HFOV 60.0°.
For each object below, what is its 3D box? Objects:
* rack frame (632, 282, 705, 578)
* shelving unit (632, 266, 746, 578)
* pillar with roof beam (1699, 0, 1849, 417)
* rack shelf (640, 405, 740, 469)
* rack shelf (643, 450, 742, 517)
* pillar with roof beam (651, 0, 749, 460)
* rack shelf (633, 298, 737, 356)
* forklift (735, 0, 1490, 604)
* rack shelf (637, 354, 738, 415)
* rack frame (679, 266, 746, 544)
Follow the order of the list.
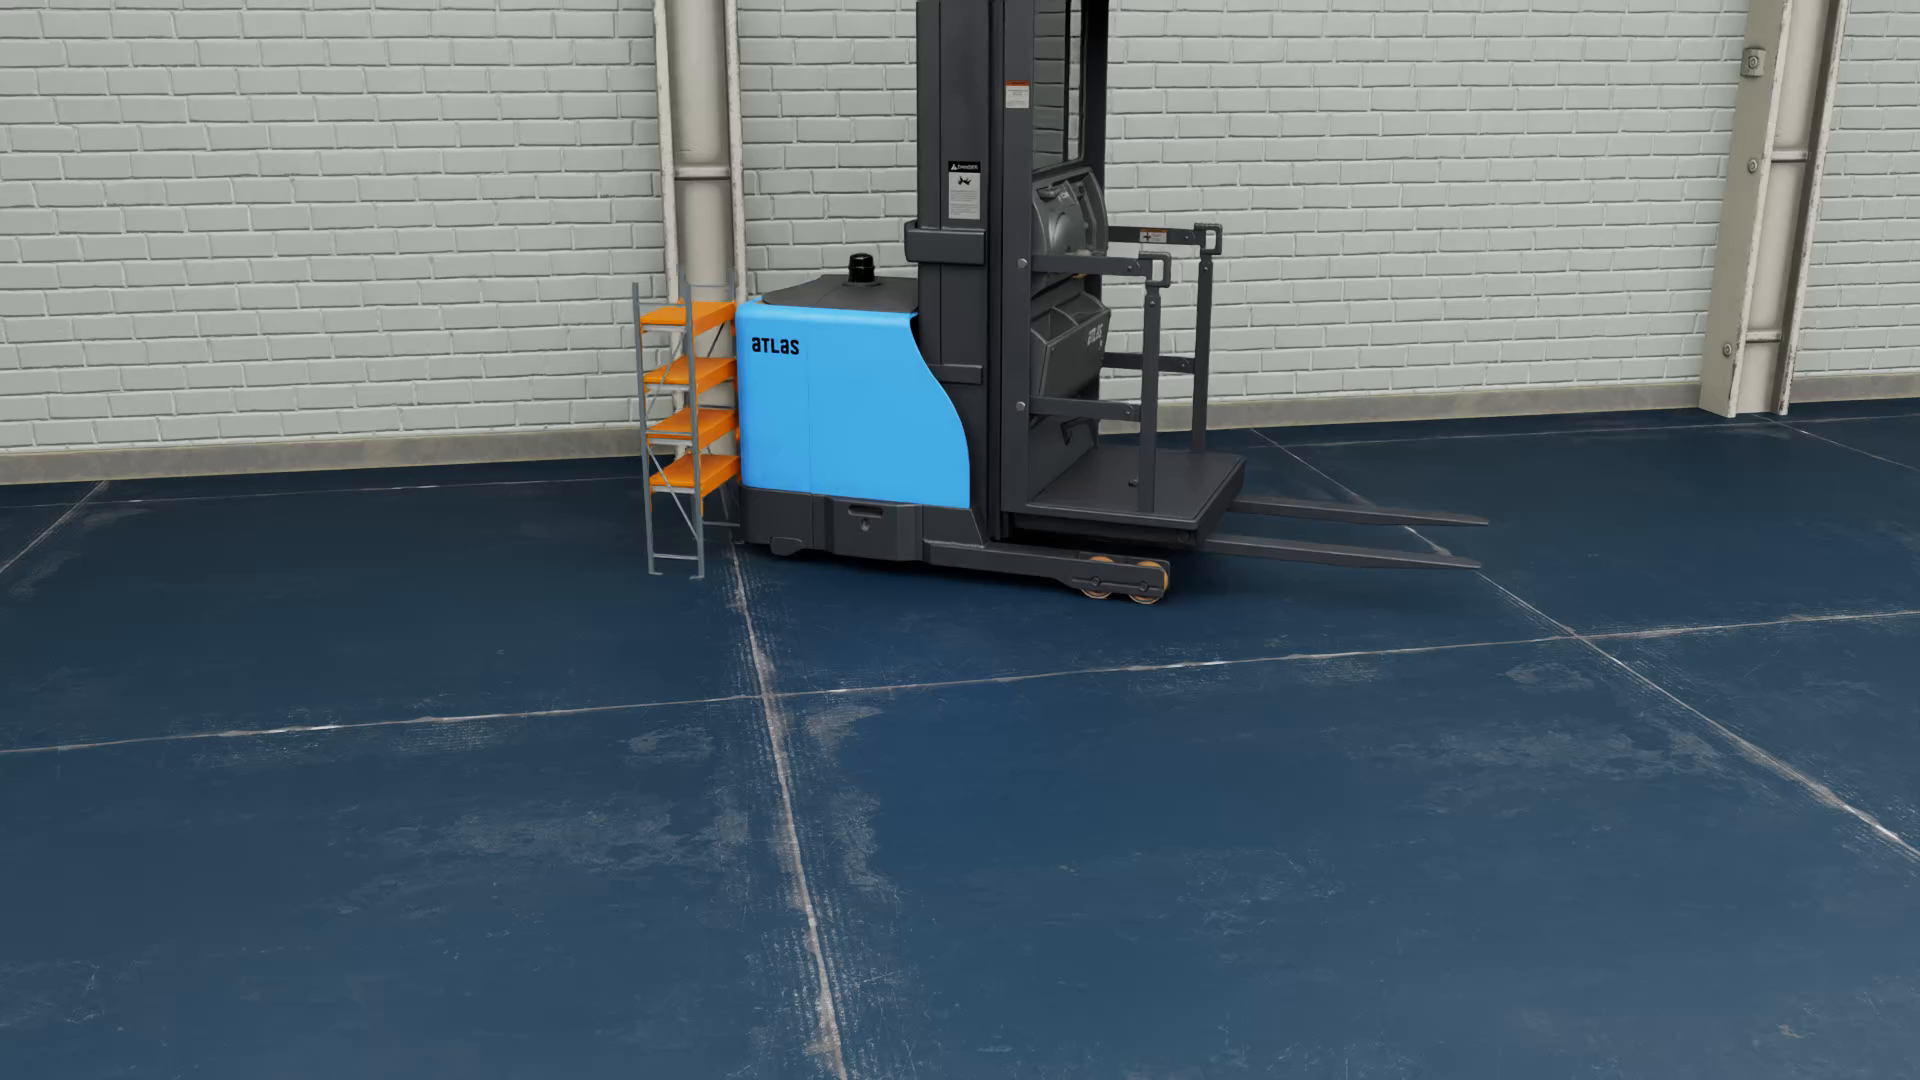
[{"bbox_3d":[-1.164,-0.426,6.655,0.240,1.200,0.015,4,17,12],"label":"rack frame"},{"bbox_3d":[-1.110,-0.496,6.882,0.258,1.200,0.503,4,17,12],"label":"shelving unit"},{"bbox_3d":[5.420,-3.825,4.438,0.400,9.000,9.100,-3,17,-10],"label":"pillar with roof beam"},{"bbox_3d":[-1.110,-0.432,6.902,0.258,0.148,0.480,4,17,12],"label":"rack shelf"},{"bbox_3d":[-1.109,-0.242,6.960,0.258,0.148,0.480,4,17,12],"label":"rack shelf"},{"bbox_3d":[-0.471,-3.491,3.350,0.400,9.000,9.100,-3,17,-10],"label":"pillar with roof beam"},{"bbox_3d":[-1.110,-0.872,6.767,0.258,0.148,0.480,4,17,12],"label":"rack shelf"},{"bbox_3d":[0.633,-1.326,6.637,3.031,2.935,1.130,6,18,19],"label":"forklift"},{"bbox_3d":[-1.110,-0.646,6.836,0.258,0.148,0.480,4,17,12],"label":"rack shelf"},{"bbox_3d":[-1.056,-0.566,7.110,0.240,1.200,0.015,4,17,12],"label":"rack frame"}]
